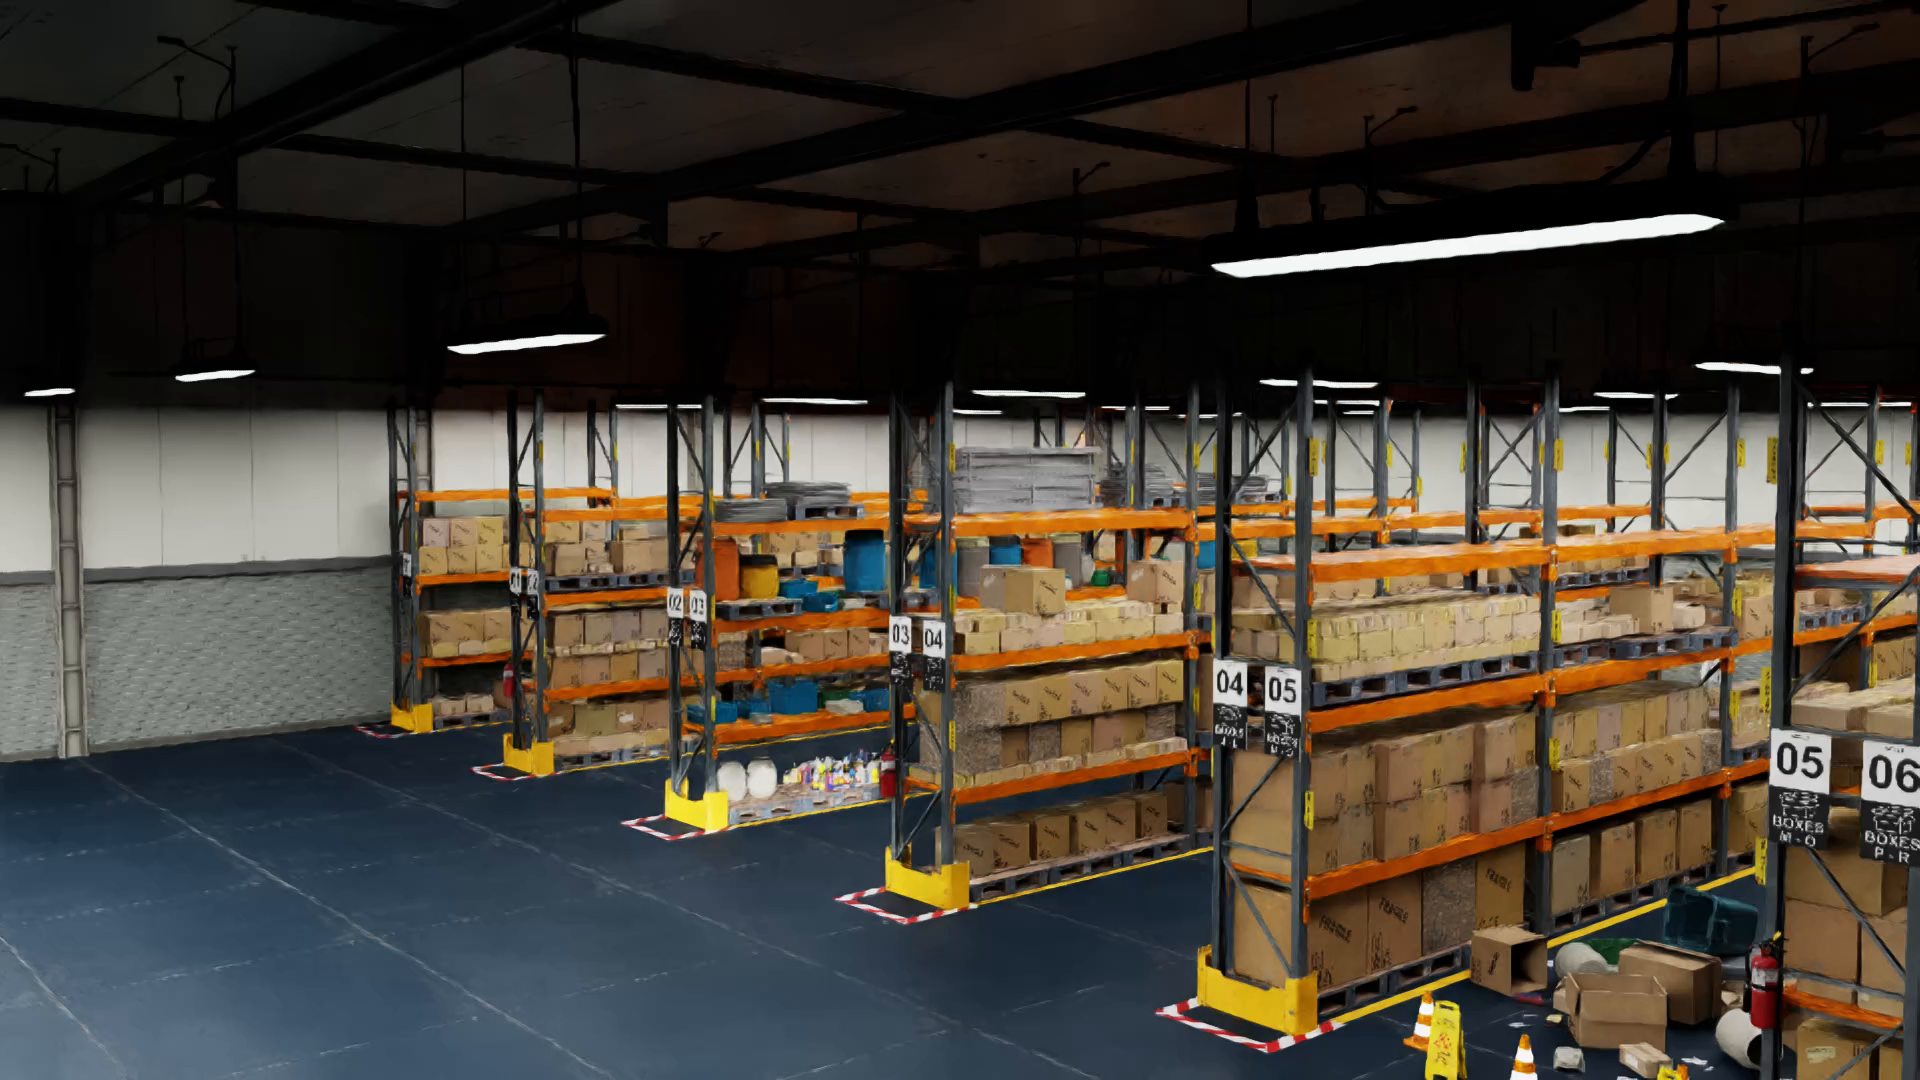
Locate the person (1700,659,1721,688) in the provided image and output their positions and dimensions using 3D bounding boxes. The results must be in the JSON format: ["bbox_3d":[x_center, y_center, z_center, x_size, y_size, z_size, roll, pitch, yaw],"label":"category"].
[{"bbox_3d":[13.502,2.578,29.949,0.642,1.657,0.454,-1,3,-10],"label":"person"}]
